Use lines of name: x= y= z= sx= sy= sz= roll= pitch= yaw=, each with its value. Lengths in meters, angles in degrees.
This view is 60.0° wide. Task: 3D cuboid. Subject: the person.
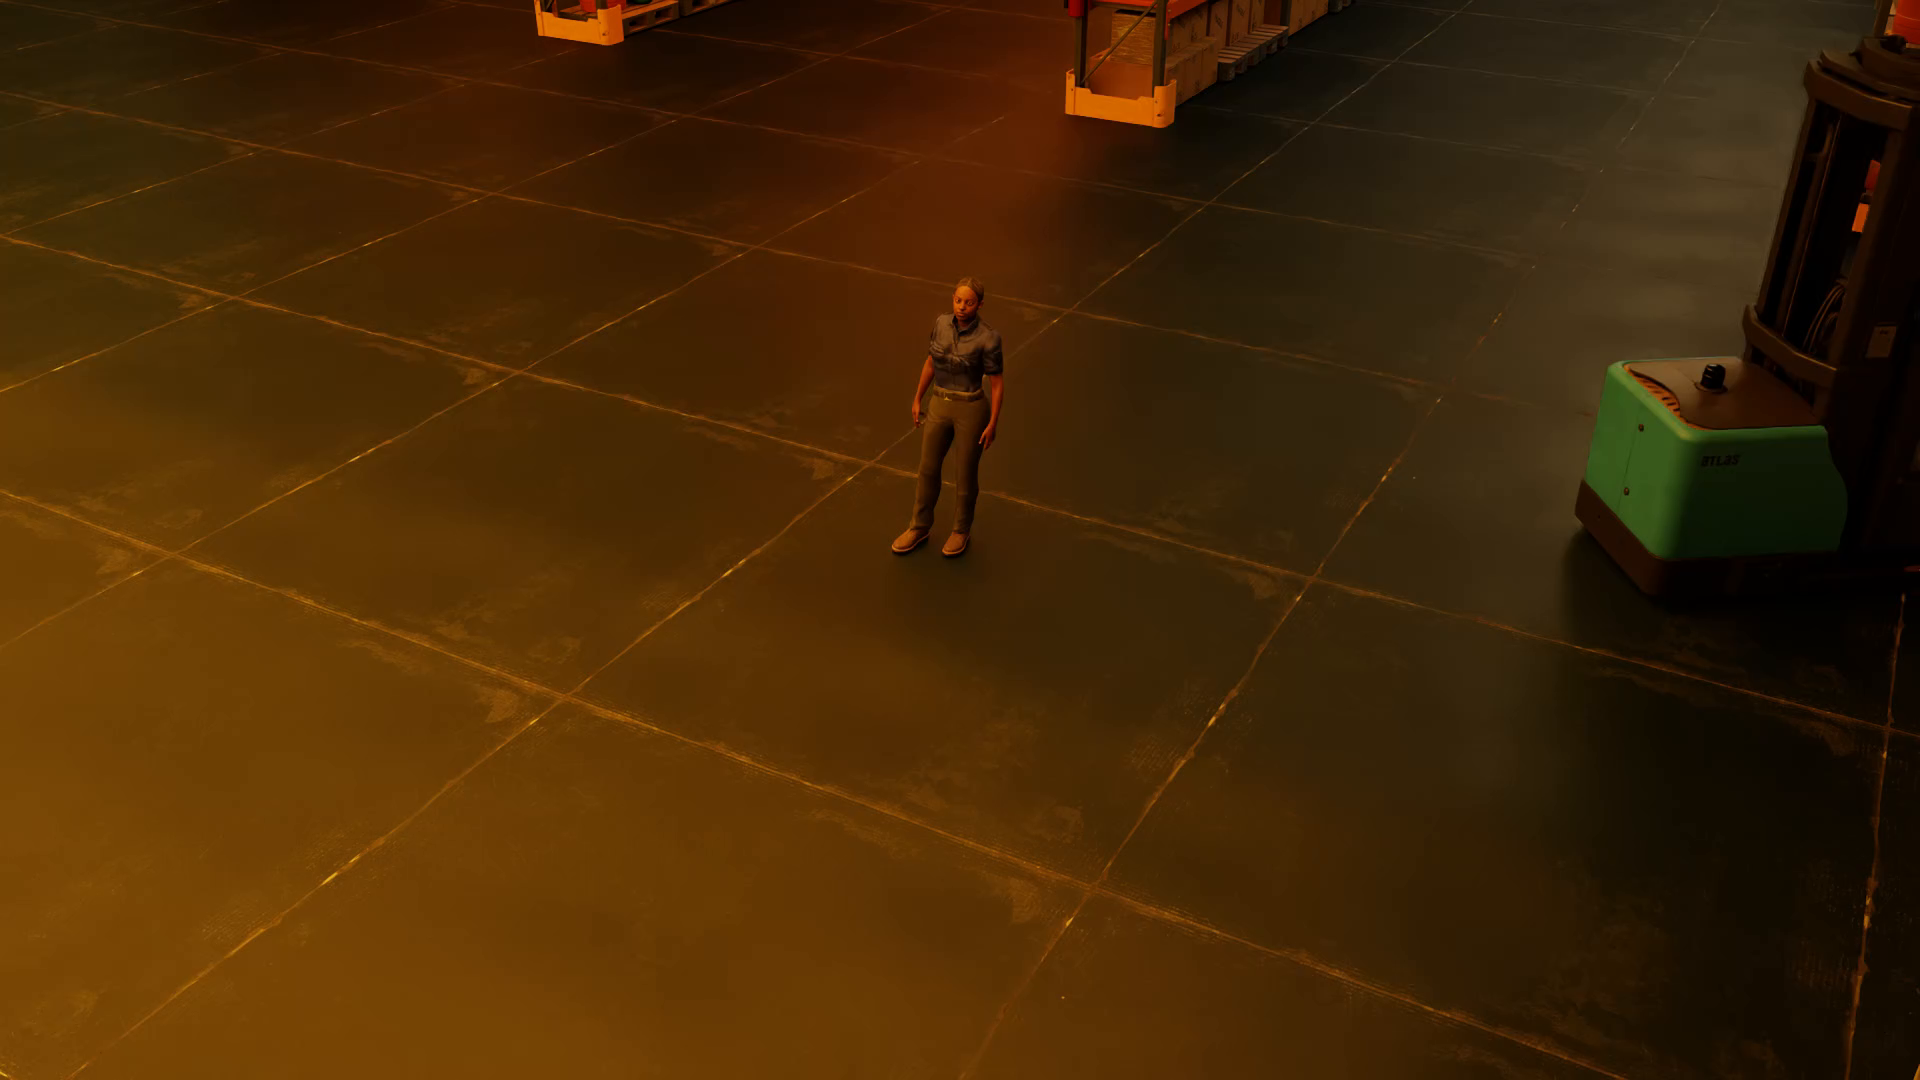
person: x=-0.060 y=-0.689 z=9.528 sx=0.569 sy=1.654 sz=0.504 roll=15 pitch=33 yaw=25

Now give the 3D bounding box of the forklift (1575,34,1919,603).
forklift: x=5.294 y=-1.221 z=9.186 sx=3.031 sy=2.935 sz=1.130 roll=-3 pitch=30 yaw=-5
